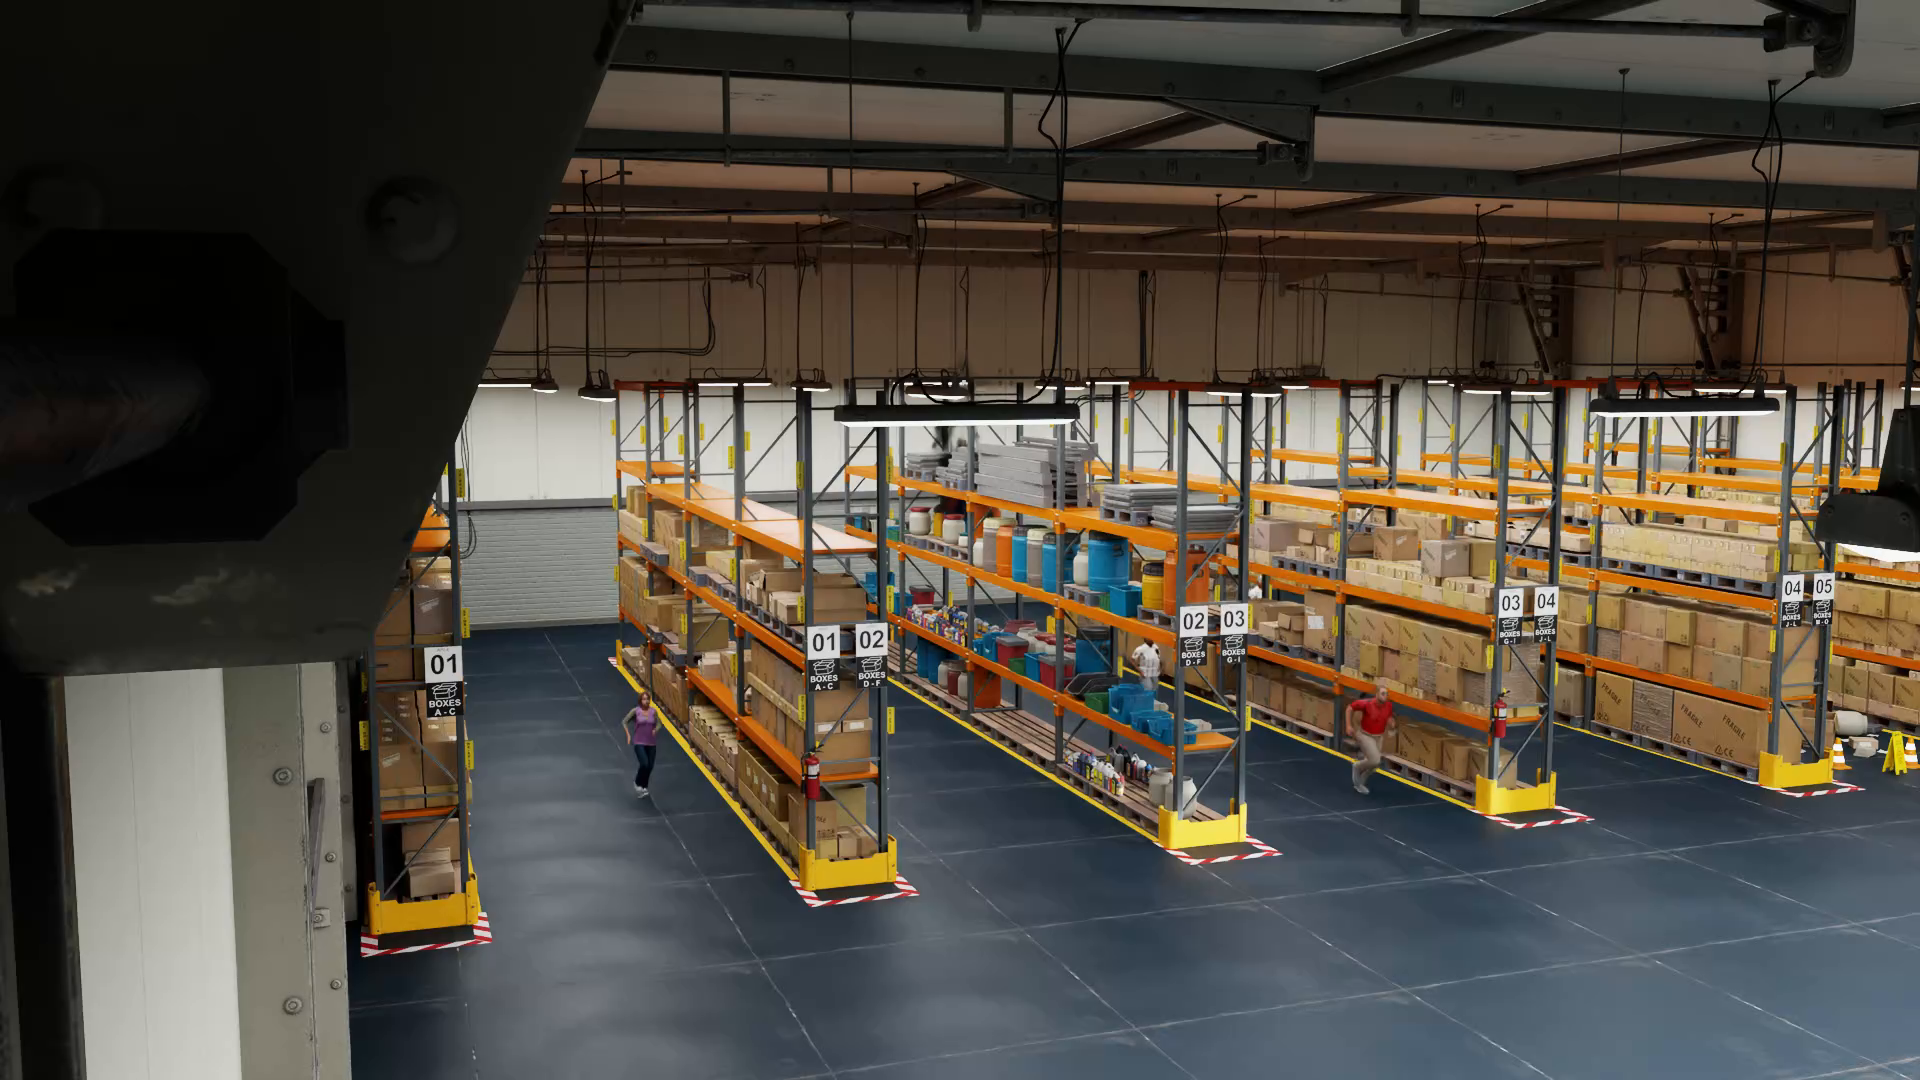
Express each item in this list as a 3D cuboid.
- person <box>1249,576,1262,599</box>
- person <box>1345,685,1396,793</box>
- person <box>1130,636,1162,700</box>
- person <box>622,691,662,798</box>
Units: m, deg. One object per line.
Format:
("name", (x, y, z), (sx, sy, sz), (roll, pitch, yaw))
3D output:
("person", (6.600, 1.613, 36.700), (0.607, 1.650, 0.906), (-2, 6, -17))
("person", (6.069, 2.934, 24.416), (0.648, 1.648, 0.773), (-3, 7, -30))
("person", (3.295, 2.407, 29.305), (0.585, 1.690, 0.727), (-3, 7, -27))
("person", (-4.587, 2.980, 24.178), (0.511, 1.562, 0.633), (-4, 7, -31))
